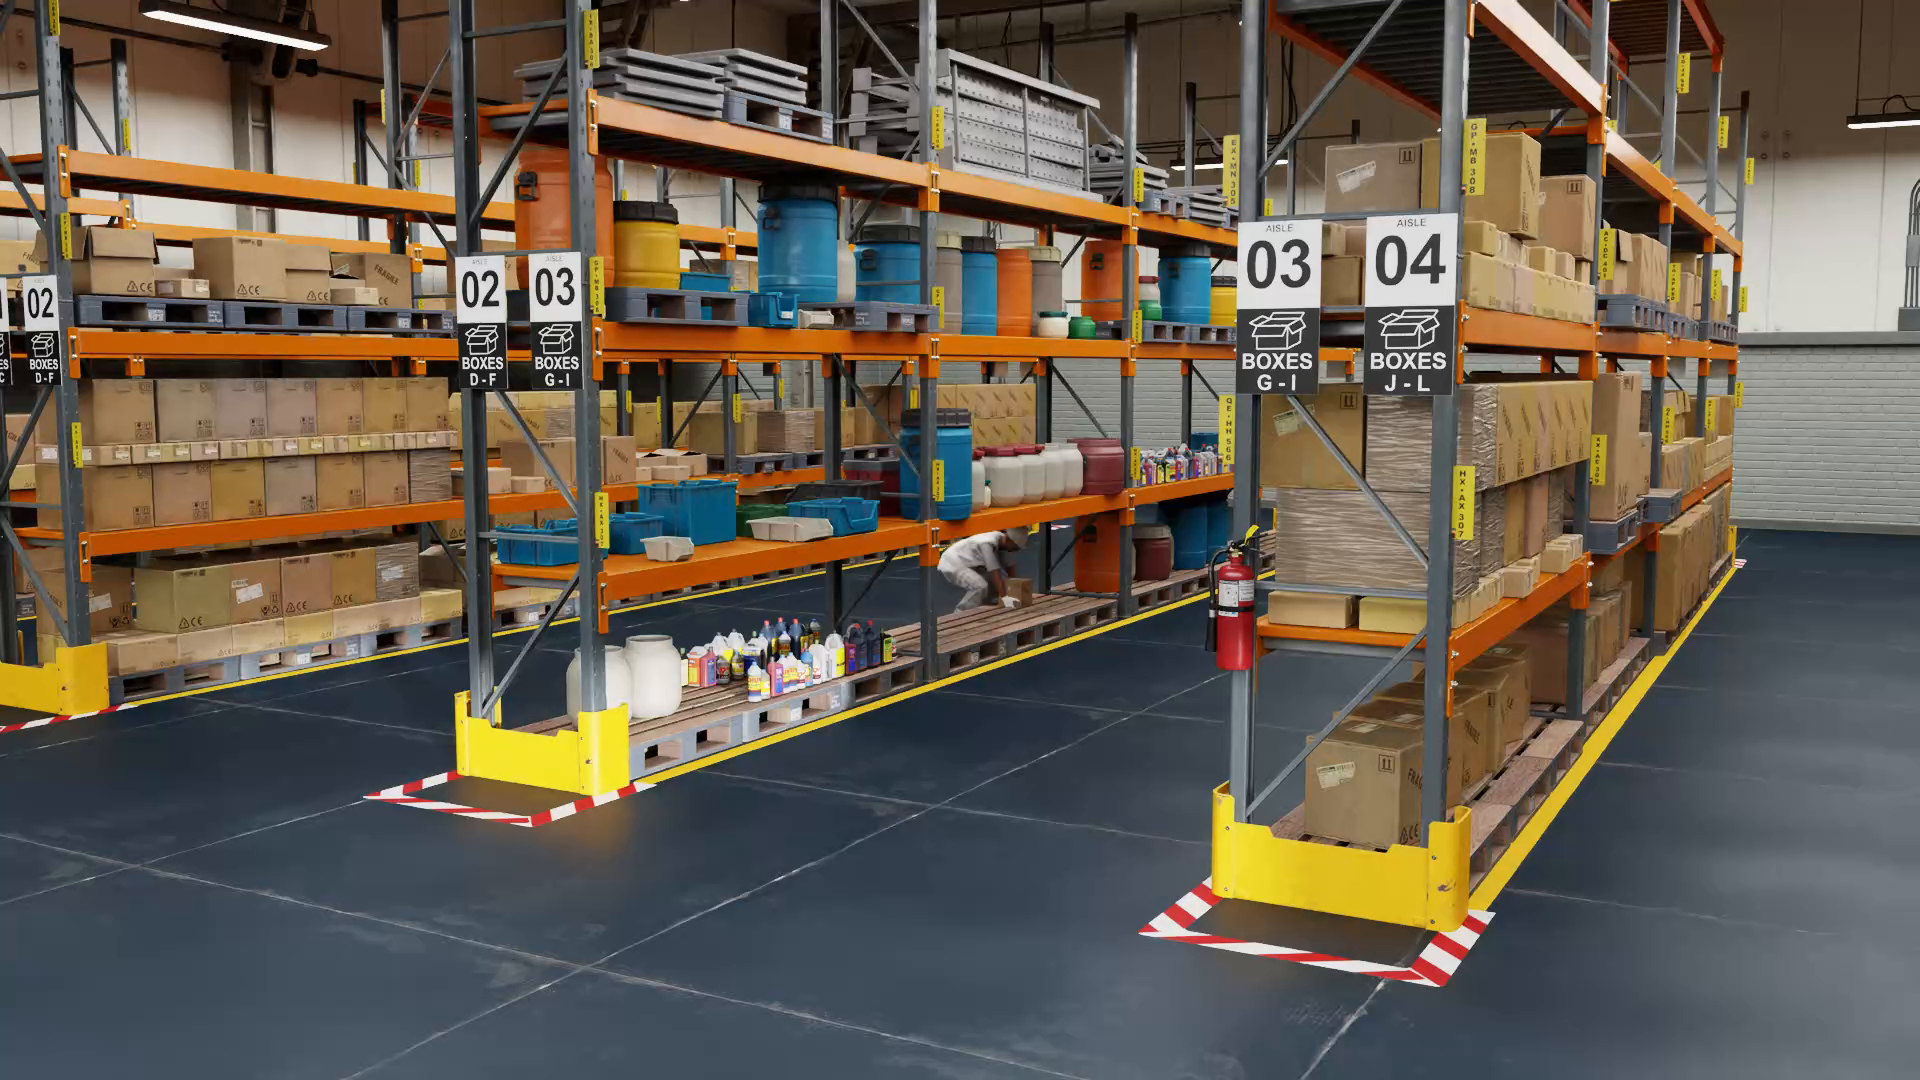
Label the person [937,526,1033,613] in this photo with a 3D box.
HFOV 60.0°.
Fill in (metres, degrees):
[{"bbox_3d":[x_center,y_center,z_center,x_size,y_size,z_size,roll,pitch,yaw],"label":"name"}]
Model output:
[{"bbox_3d":[0.257,0.337,16.550,0.934,1.004,0.548,3,7,27],"label":"person"}]
